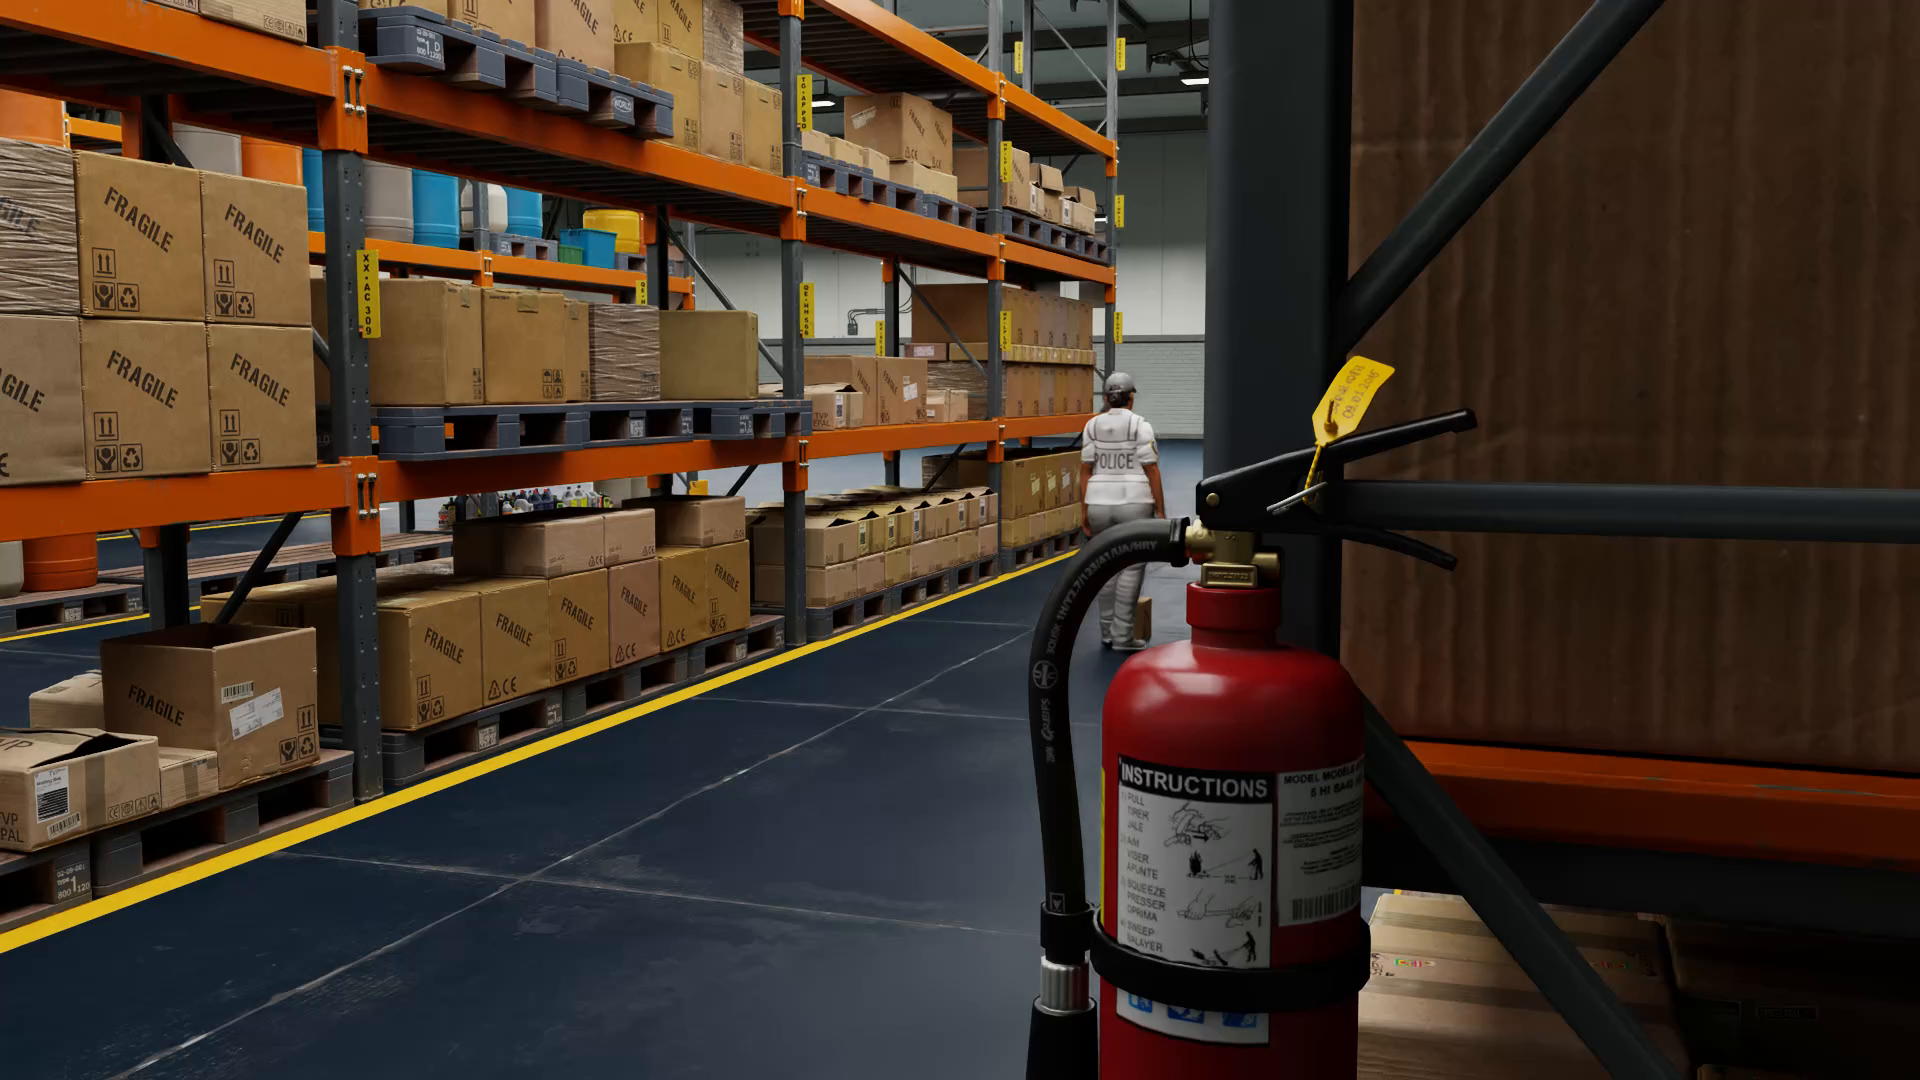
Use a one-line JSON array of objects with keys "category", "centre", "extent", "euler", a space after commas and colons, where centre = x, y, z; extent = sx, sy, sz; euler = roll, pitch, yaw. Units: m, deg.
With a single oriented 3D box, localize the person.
[{"category": "person", "centre": [1.013, -0.160, 9.989], "extent": [0.502, 1.687, 0.539], "euler": [3, 6, 32]}]
